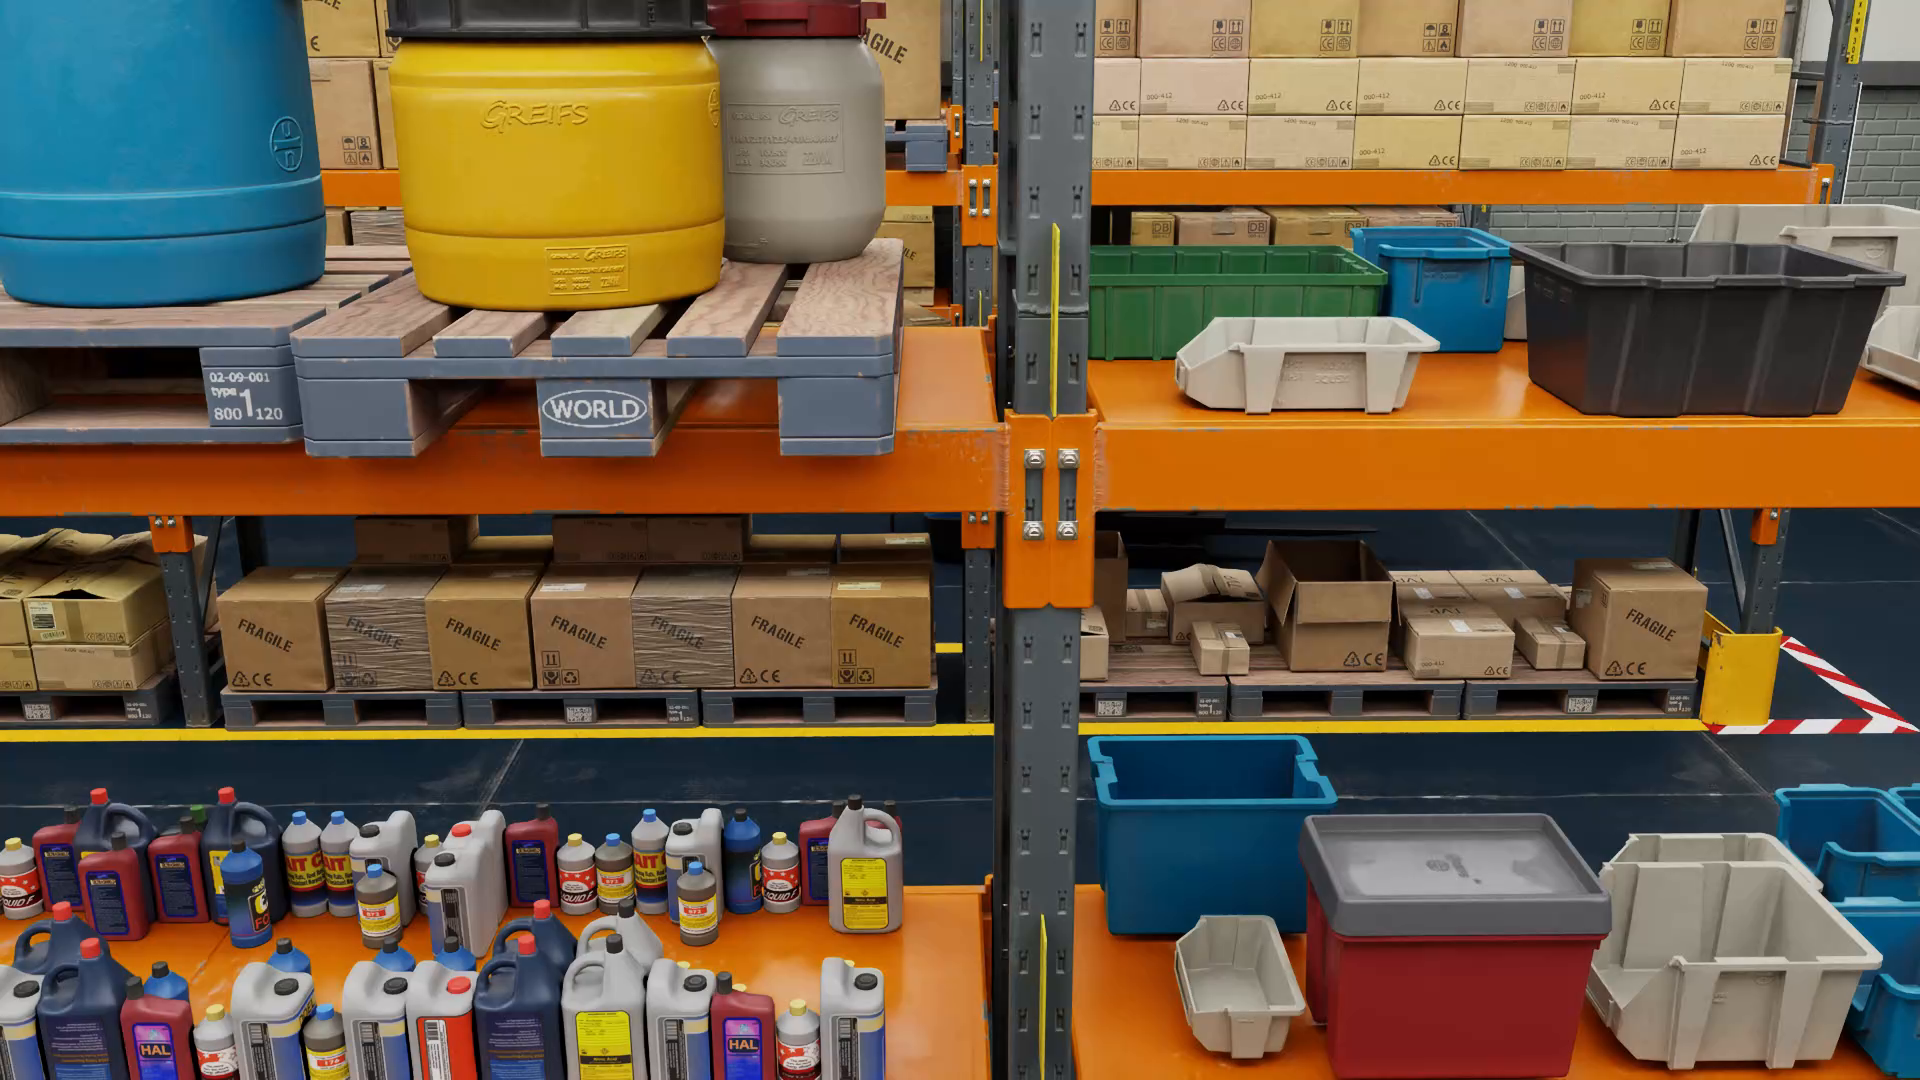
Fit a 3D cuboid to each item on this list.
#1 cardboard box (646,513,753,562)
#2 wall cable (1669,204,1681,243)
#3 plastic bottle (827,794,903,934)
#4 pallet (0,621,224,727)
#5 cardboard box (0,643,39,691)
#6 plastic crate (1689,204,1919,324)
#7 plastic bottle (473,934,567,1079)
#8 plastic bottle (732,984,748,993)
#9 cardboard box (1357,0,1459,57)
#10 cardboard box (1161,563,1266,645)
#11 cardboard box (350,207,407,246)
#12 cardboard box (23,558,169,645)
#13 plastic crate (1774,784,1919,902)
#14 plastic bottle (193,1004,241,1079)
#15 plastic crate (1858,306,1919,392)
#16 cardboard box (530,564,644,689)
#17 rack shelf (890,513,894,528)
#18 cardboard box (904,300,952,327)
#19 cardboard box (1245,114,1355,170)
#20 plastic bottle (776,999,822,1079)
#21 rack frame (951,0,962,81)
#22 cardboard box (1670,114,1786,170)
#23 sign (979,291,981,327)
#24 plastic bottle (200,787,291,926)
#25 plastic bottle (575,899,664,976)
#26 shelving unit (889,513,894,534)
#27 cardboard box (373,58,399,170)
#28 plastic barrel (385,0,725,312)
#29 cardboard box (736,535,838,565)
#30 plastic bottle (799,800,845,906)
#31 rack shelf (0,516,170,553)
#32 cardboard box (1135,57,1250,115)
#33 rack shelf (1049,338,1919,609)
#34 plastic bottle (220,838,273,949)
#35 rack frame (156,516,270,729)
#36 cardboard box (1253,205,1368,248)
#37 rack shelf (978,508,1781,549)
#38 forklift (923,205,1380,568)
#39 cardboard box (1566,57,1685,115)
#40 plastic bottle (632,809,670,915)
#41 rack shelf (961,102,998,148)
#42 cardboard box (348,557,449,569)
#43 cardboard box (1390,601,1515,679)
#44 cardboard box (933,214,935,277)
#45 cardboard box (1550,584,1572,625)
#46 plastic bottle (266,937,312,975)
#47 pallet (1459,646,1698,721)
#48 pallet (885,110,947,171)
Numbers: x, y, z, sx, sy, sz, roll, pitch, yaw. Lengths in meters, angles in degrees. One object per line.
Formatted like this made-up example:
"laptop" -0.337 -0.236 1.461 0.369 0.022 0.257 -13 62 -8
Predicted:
"cardboard box" -1.404 -0.075 9.016 0.500 0.250 0.500 0 18 -1
"wall cable" 5.267 -2.943 14.148 1.851 1.984 0.084 0 18 -1
"plastic bottle" -0.239 0.807 4.201 0.185 0.351 0.144 0 18 -1
"pallet" -4.739 0.707 8.997 1.213 0.211 1.003 0 18 -1
"cardboard box" -4.953 0.577 8.651 0.500 0.250 0.500 0 18 -2
"plastic crate" 1.937 -0.594 3.771 0.530 0.282 0.437 0 18 -1
"plastic bottle" -0.940 1.010 3.570 0.185 0.351 0.144 0 18 -1
"plastic bottle" -0.480 1.067 3.635 0.097 0.201 0.097 0 18 0
"cardboard box" 2.069 -2.610 8.062 0.500 0.500 0.700 0 18 -1
"cardboard box" 1.399 0.346 9.240 0.500 0.311 0.500 0 18 -1
"cardboard box" -4.467 -2.377 13.164 0.500 0.500 0.700 -2 18 -7
"cardboard box" -4.435 0.307 8.574 0.500 0.311 0.500 0 18 1
"plastic crate" 2.289 0.821 4.252 0.300 0.233 0.416 0 18 -1
"plastic bottle" -1.582 1.091 3.561 0.097 0.201 0.097 0 18 0
"plastic crate" 2.096 -0.355 3.265 0.530 0.136 0.437 0 18 -1
"cardboard box" -1.909 0.444 8.625 0.500 0.500 0.500 -1 18 -3
"rack shelf" -0.355 -0.234 11.504 0.240 0.259 0.215 1 18 3
"cardboard box" -0.393 -0.945 8.733 0.500 0.500 0.700 -6 19 -19
"cardboard box" 1.574 -1.919 7.953 0.500 0.250 0.500 0 18 -1
"plastic bottle" -0.346 1.085 3.579 0.097 0.201 0.097 0 18 0
"rack frame" 0.002 -5.001 12.406 0.127 3.000 1.000 0 18 -1
"cardboard box" 3.574 -1.925 7.973 0.500 0.250 0.500 0 18 -1
"sign" 0.096 -1.014 7.901 0.005 0.325 0.100 0 18 -1
"plastic bottle" -1.823 0.796 4.235 0.185 0.351 0.144 0 18 -1
"plastic bottle" -0.758 0.965 3.710 0.185 0.351 0.144 0 18 -1
"shelving unit" -0.355 -0.509 11.416 0.252 1.050 0.215 1 18 3
"cardboard box" -2.450 -2.106 8.127 0.500 0.500 0.910 0 18 -1
"plastic barrel" -0.751 -0.770 3.132 0.600 0.588 0.600 0 18 0
"cardboard box" -0.937 0.283 9.127 0.500 0.500 0.500 0 18 0
"plastic bottle" -0.348 0.809 4.307 0.133 0.283 0.061 0 18 -1
"rack shelf" -5.915 -0.260 8.626 4.000 0.370 1.077 0 18 -1
"cardboard box" 1.074 -2.156 7.875 0.500 0.250 0.500 0 18 -1
"rack shelf" 2.158 -0.214 3.572 4.000 0.370 1.077 0 18 -1
"plastic bottle" -1.777 0.871 4.133 0.097 0.271 0.097 0 18 0
"rack frame" -3.916 -0.613 8.546 0.127 3.000 1.000 0 18 -1
"cardboard box" 2.764 -2.294 13.298 0.700 0.700 0.980 0 18 -1
"rack shelf" 2.084 -0.299 8.747 4.000 0.370 1.077 0 18 -1
"forklift" 1.289 -1.374 11.031 3.031 2.935 1.130 1 18 3
"cardboard box" 3.074 -2.163 7.897 0.500 0.250 0.500 0 18 -1
"plastic bottle" -0.793 0.822 4.285 0.097 0.271 0.097 0 18 0
"rack shelf" 2.002 -3.240 13.005 4.000 0.370 1.077 0 18 -1
"cardboard box" -2.984 0.292 9.099 0.500 0.500 0.500 0 18 1
"cardboard box" 2.593 0.522 8.791 0.500 0.250 0.500 0 18 -1
"cardboard box" -0.462 -2.418 13.492 0.500 0.500 0.500 -1 18 -3
"cardboard box" 3.409 0.387 9.349 0.250 0.166 0.380 0 18 -1
"plastic bottle" -1.487 1.011 3.696 0.097 0.271 0.097 0 18 0
"pallet" 3.210 0.681 9.079 1.213 0.211 1.003 0 18 -1
"pallet" -0.569 -1.989 8.234 1.003 0.211 1.213 0 18 -1
